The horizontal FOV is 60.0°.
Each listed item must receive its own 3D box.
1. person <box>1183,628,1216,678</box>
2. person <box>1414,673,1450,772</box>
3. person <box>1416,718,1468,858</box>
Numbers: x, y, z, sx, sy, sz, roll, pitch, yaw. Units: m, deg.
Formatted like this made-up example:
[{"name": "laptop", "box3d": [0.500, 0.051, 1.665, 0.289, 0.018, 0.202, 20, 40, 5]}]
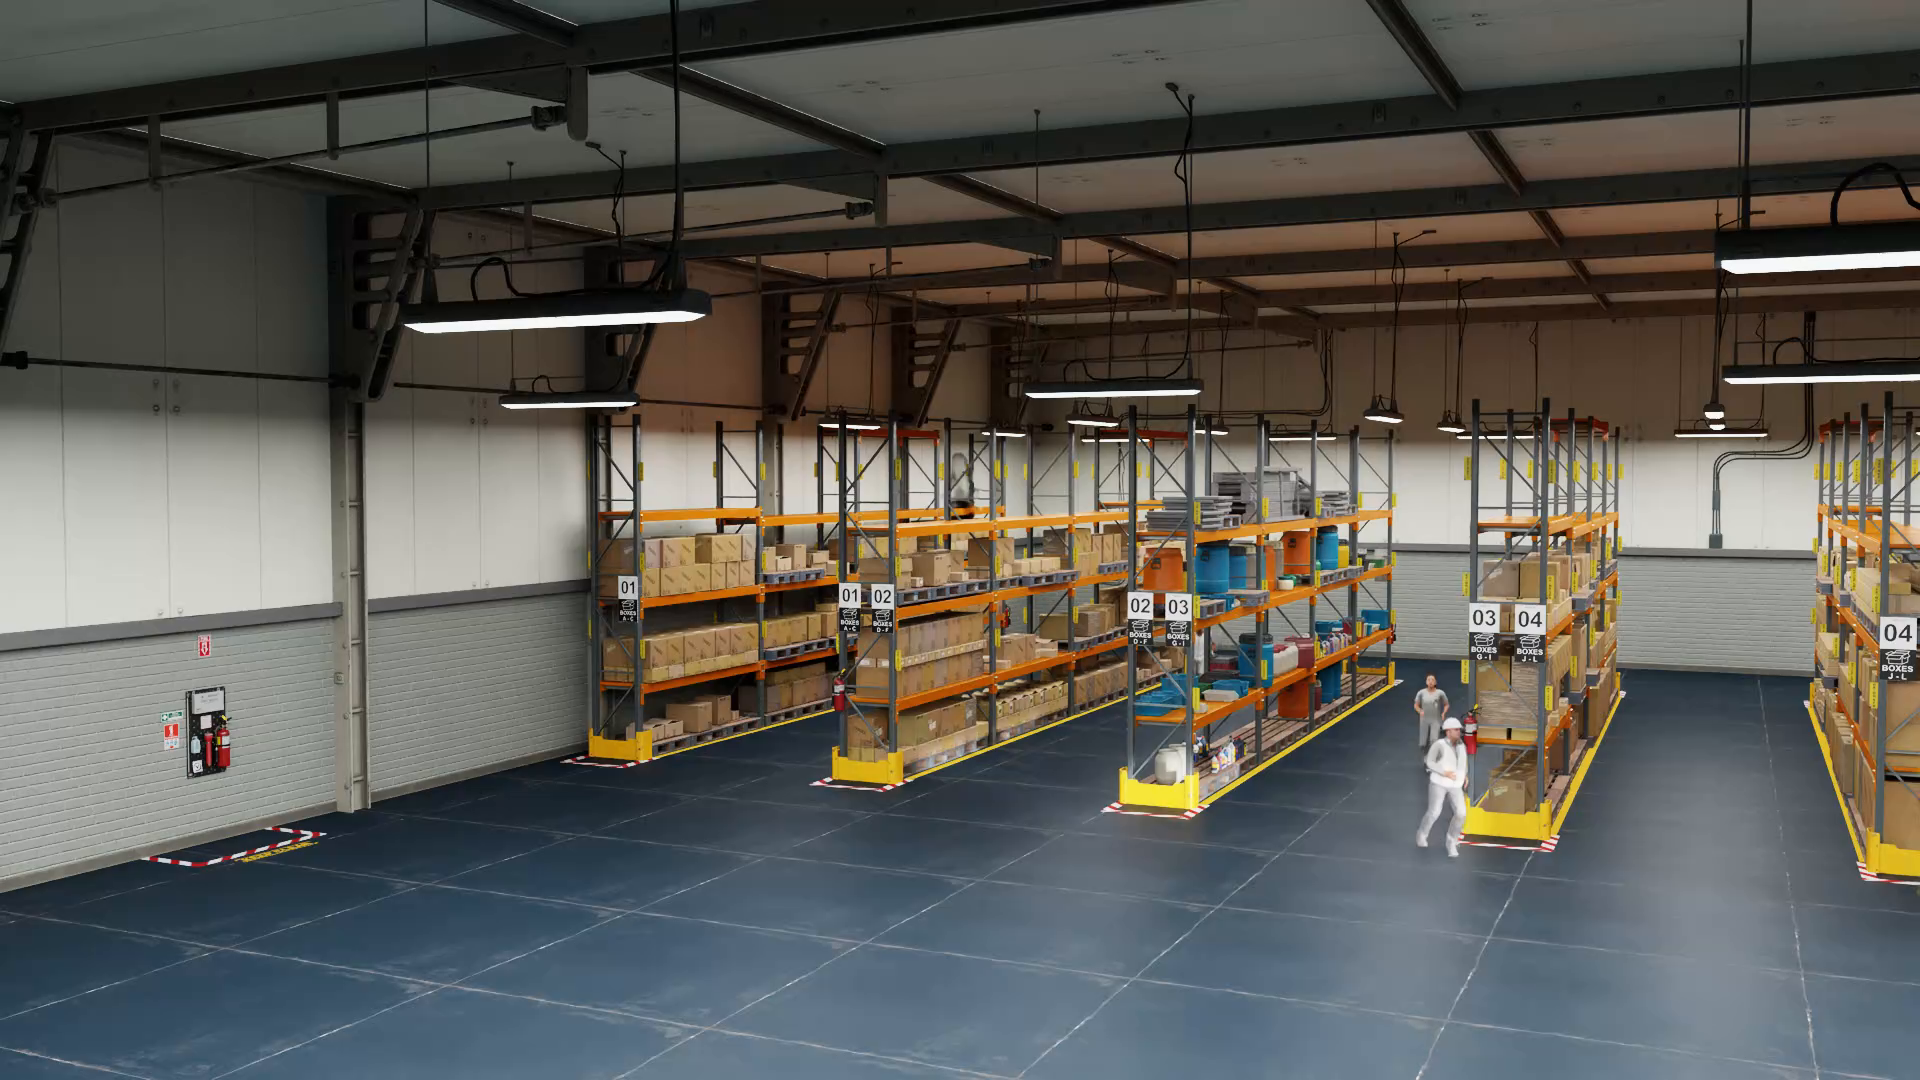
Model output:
[{"name": "person", "box3d": [5.170, 2.611, 36.048, 0.691, 1.762, 0.988, 1, 2, 17]}, {"name": "person", "box3d": [7.891, 3.041, 27.821, 0.569, 1.623, 0.718, 1, 2, 19]}, {"name": "person", "box3d": [6.415, 3.242, 21.829, 0.708, 1.831, 0.693, -1, 2, -15]}]
